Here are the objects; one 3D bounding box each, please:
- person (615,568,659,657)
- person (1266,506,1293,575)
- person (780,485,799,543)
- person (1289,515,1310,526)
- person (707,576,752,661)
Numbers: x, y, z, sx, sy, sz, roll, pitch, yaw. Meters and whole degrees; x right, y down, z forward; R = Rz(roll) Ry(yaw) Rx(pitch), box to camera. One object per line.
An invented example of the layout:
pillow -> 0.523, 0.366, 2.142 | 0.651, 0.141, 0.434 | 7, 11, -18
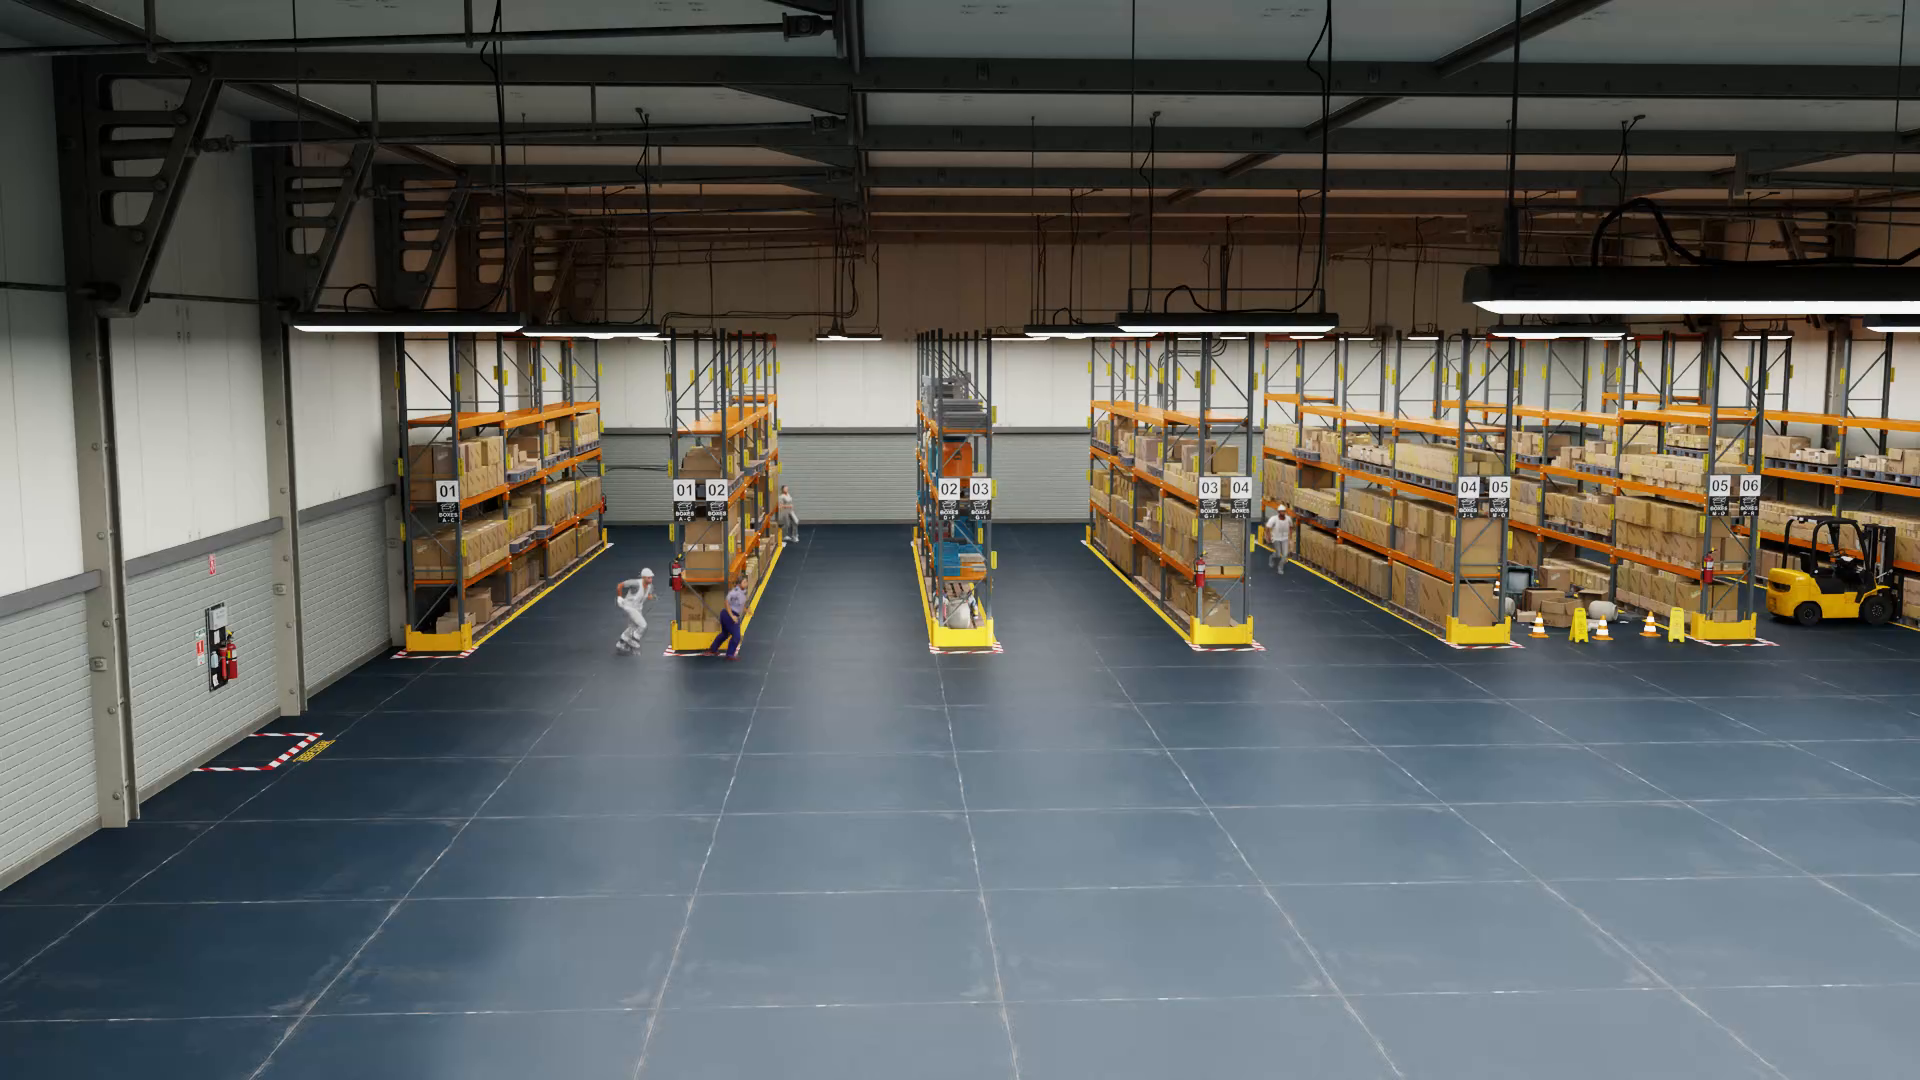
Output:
person -> -5.981, 1.330, 30.488 | 0.979, 1.664, 0.711 | 4, 8, 31
person -> 8.004, -0.017, 41.622 | 0.714, 1.719, 0.643 | -2, 7, -13
person -> -5.018, -0.763, 48.130 | 0.724, 1.675, 0.554 | 6, 9, 43
person -> 10.127, -0.993, 49.866 | 0.901, 1.675, 0.569 | -4, 8, -33
person -> -4.195, 1.416, 30.171 | 0.843, 1.549, 0.648 | 0, 7, 1
